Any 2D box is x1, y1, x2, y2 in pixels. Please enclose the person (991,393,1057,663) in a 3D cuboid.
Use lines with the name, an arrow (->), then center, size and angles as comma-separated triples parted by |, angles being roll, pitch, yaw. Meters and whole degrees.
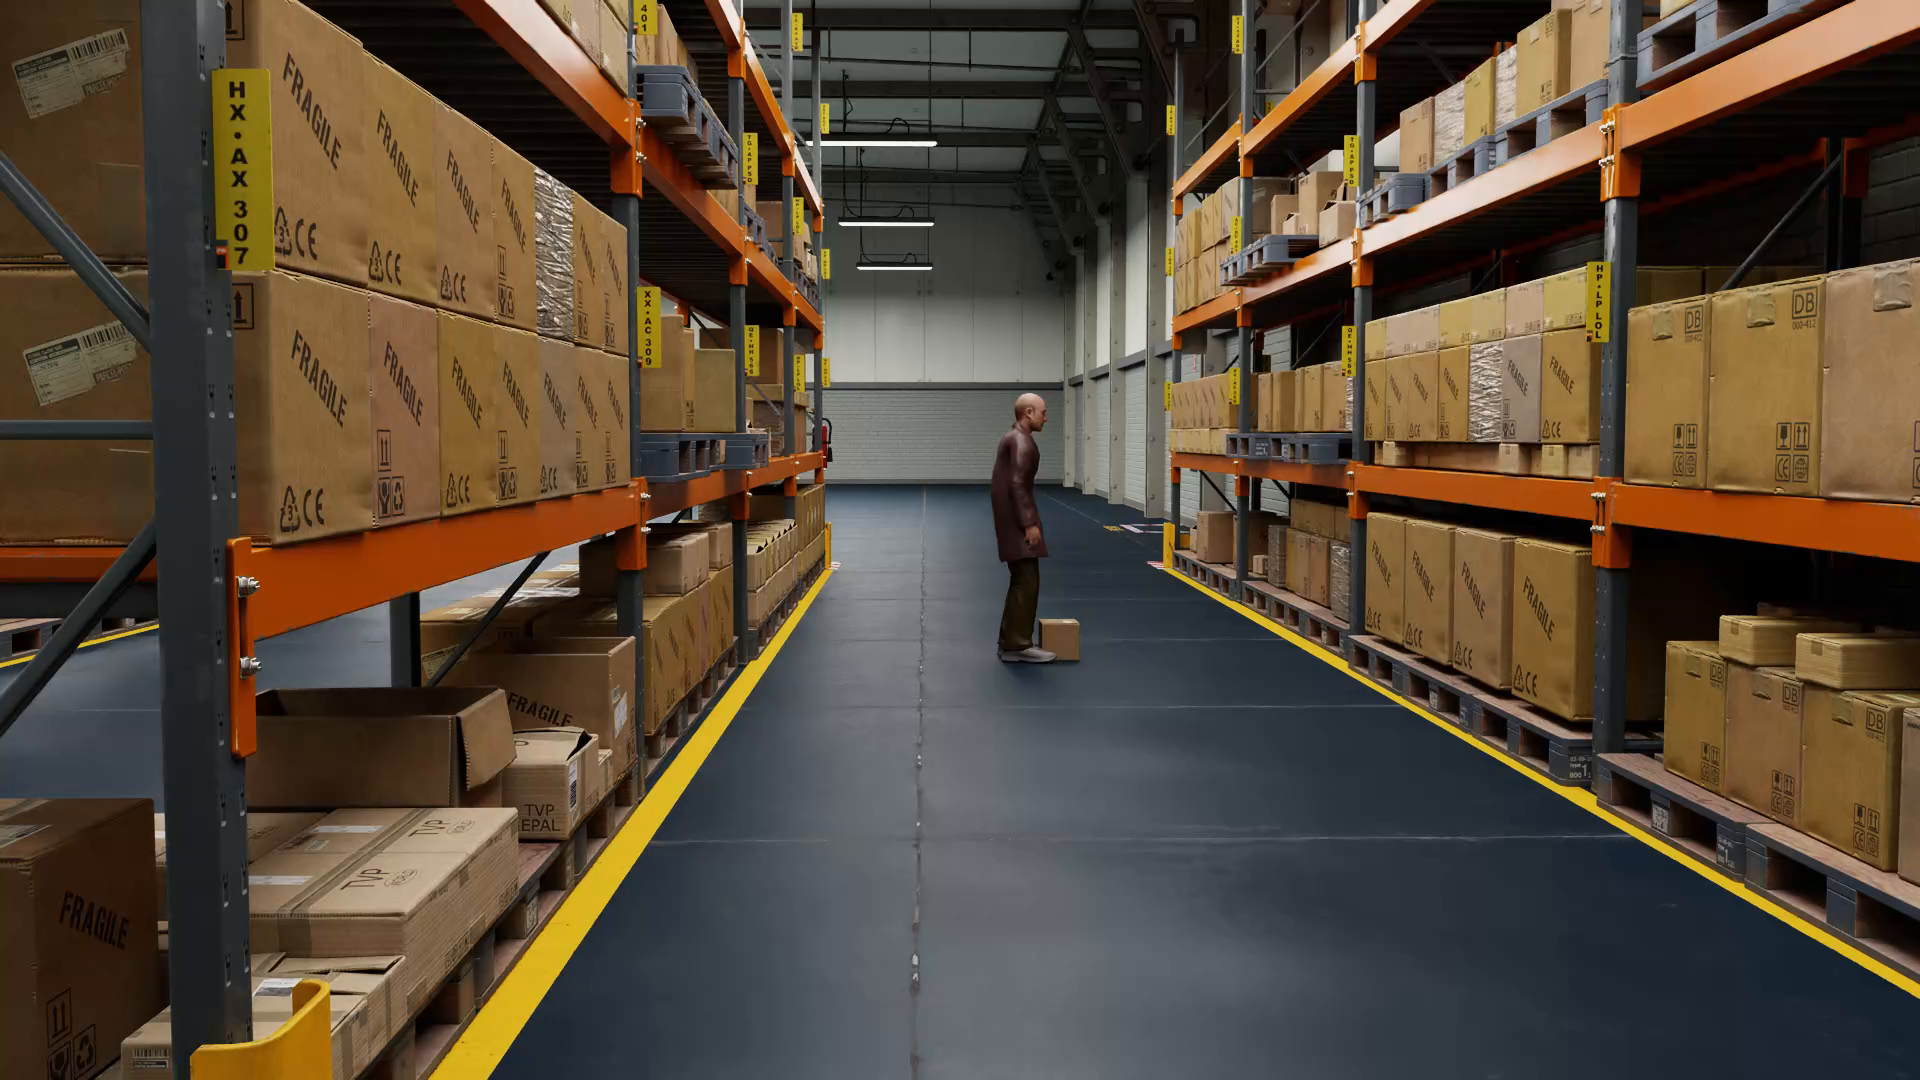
person -> 0.421, -0.032, 11.120 | 0.424, 1.656, 0.643 | 0, 4, -1
